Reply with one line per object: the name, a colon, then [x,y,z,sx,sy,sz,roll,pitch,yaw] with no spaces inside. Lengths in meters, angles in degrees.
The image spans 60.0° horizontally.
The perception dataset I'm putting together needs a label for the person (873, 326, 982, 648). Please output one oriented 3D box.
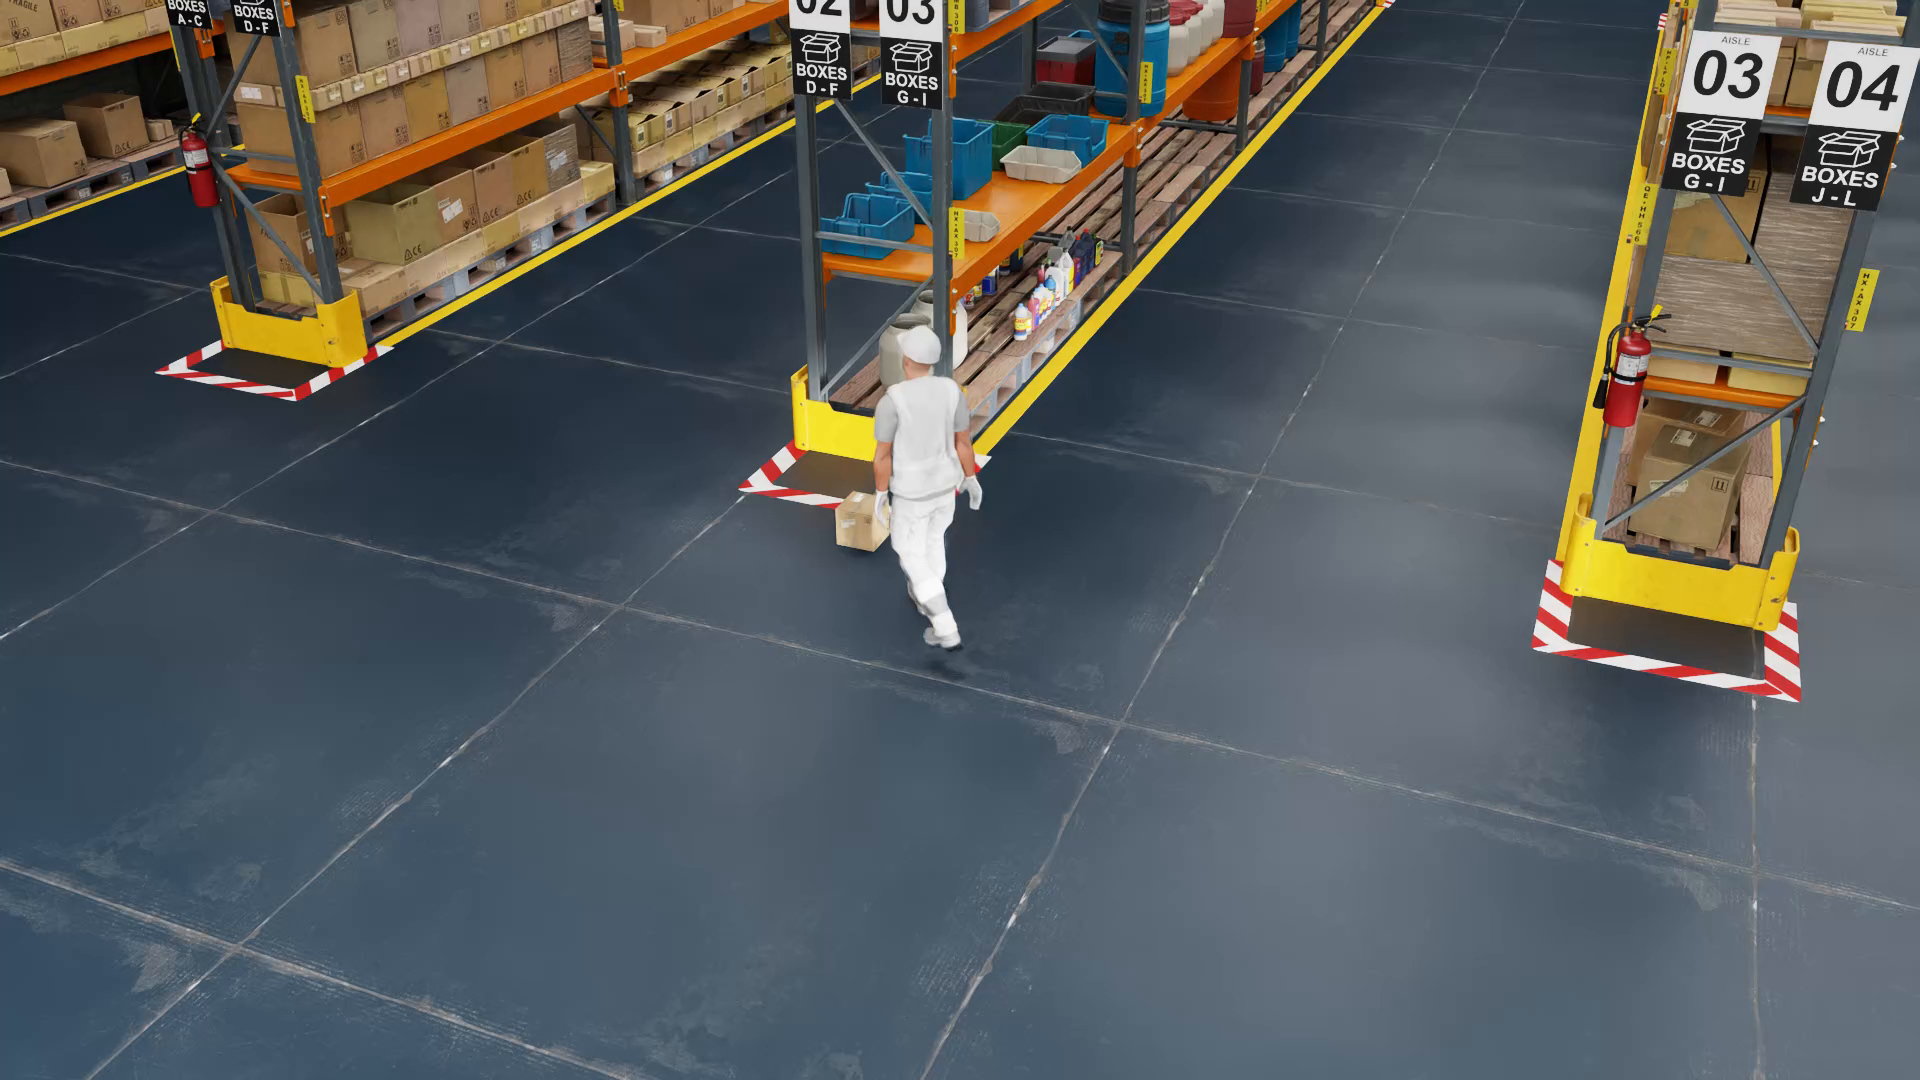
person: [-0.170,-0.265,8.856,0.611,1.780,0.830,-16,33,-26]
